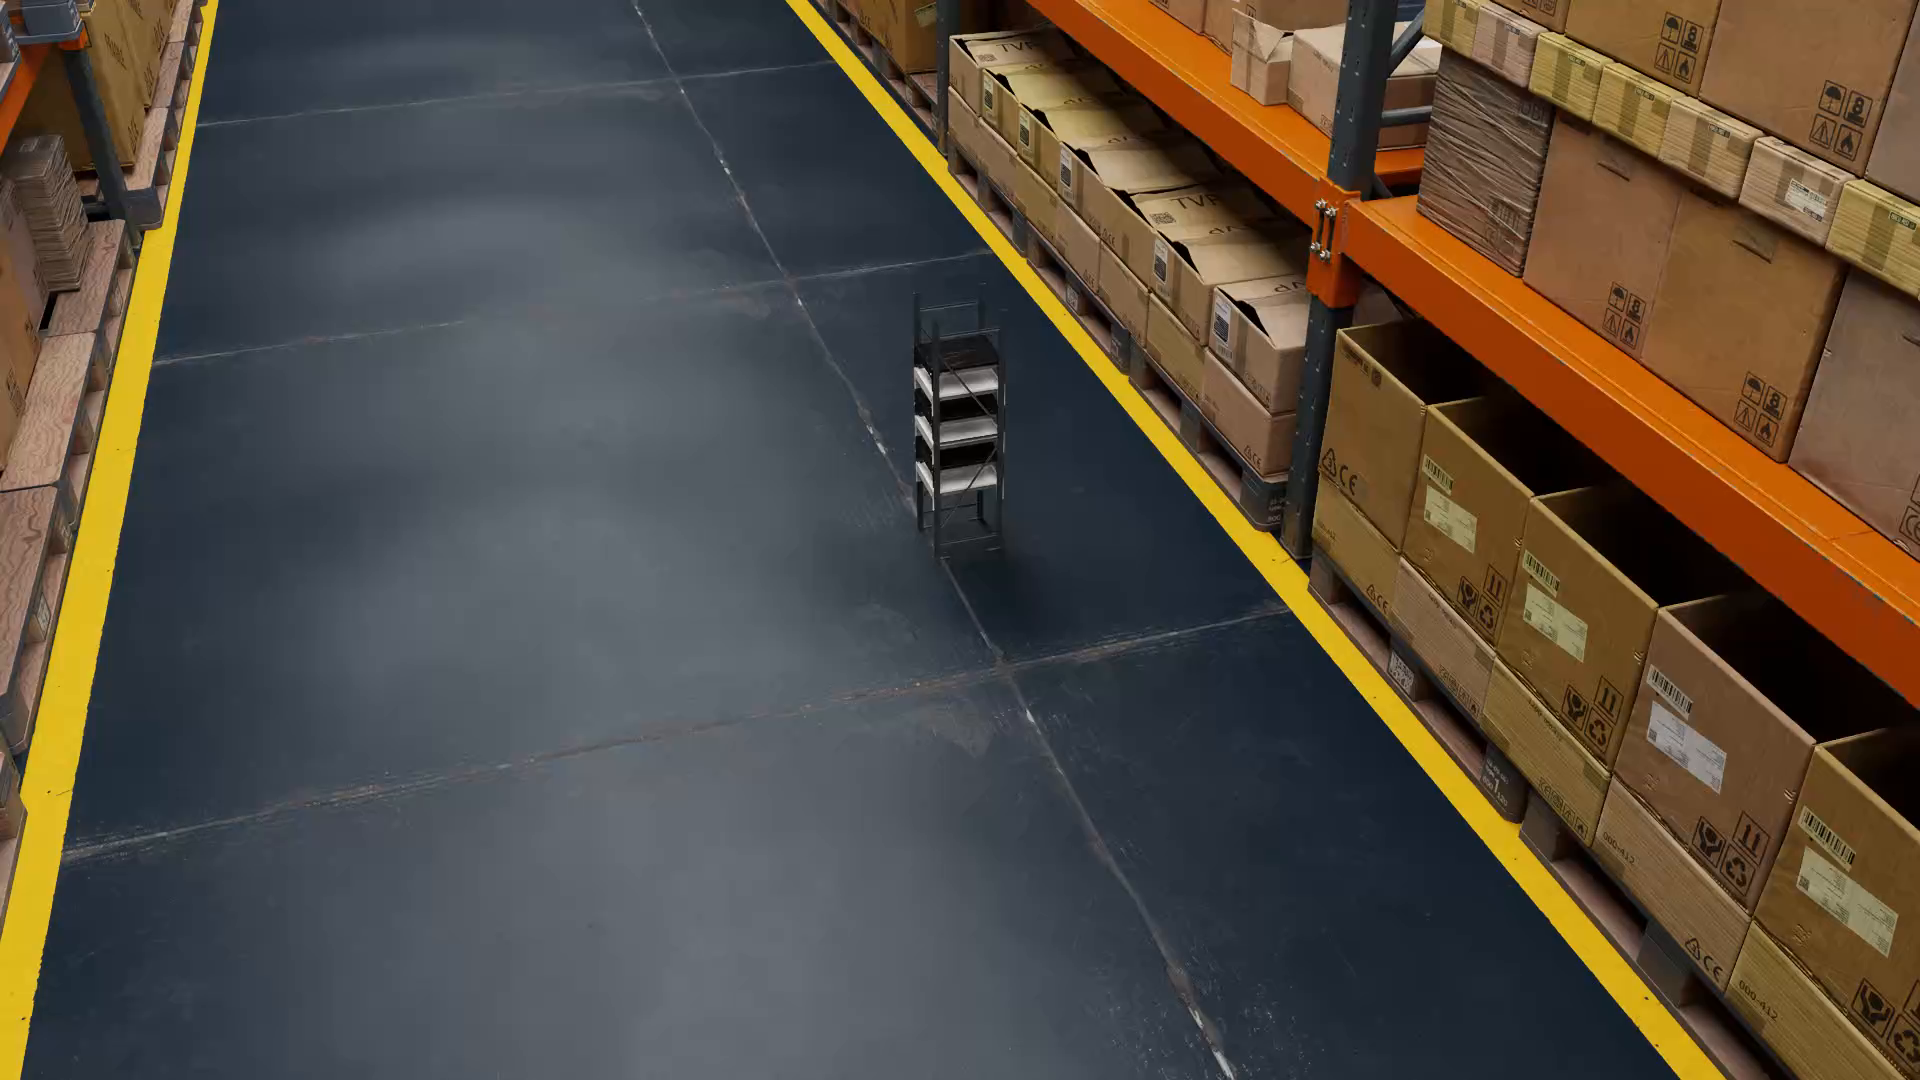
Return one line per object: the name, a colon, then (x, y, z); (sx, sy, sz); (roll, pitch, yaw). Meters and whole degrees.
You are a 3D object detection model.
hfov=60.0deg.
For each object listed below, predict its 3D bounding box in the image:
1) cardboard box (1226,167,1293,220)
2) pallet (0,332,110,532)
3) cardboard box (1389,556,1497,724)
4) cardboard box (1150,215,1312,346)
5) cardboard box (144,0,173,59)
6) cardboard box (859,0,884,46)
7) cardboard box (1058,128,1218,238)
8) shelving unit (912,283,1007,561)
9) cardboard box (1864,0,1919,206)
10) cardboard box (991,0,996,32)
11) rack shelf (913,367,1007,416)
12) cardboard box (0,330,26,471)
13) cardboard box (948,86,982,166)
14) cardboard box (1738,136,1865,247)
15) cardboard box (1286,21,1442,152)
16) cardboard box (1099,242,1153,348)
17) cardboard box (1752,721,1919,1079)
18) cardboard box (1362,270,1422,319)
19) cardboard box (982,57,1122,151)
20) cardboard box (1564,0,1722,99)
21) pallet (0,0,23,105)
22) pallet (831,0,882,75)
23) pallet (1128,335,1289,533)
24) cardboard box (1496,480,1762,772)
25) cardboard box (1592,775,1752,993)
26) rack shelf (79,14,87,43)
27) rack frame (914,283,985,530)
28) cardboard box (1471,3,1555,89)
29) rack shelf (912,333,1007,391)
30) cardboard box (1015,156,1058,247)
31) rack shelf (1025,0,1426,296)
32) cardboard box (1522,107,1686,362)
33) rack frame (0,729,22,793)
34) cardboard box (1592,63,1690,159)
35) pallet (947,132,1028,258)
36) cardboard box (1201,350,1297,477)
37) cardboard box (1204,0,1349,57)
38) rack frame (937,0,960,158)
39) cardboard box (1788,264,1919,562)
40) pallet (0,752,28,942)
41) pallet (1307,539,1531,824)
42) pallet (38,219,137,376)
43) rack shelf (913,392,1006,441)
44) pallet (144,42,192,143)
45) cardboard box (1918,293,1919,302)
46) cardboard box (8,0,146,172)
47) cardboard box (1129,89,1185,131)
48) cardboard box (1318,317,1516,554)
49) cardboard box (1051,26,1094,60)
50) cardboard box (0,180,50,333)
cardboard box: (1.399, -1.347, 6.673); (0.500, 0.311, 0.500); (-11, 35, -16)
pallet: (-3.737, -0.343, 6.078); (1.003, 0.211, 1.213); (-10, 35, -15)
cardboard box: (1.595, 0.239, 4.781); (0.500, 0.250, 0.500); (-10, 35, -15)
cardboard box: (1.033, -0.990, 6.132); (0.500, 0.311, 0.500); (-9, 35, -13)
cardboard box: (-4.966, -3.149, 9.364); (0.750, 0.750, 0.750); (-9, 35, -13)
cardboard box: (-0.292, -3.255, 9.824); (0.500, 0.500, 0.500); (-11, 35, -16)
cardboard box: (0.733, -1.517, 6.929); (0.500, 0.311, 0.500); (-10, 35, -15)
shelving unit: (-0.002, -0.380, 5.508); (0.258, 0.900, 0.210); (-10, 35, -15)
cardboard box: (2.195, -0.852, 3.051); (0.700, 0.500, 0.500); (-10, 35, -15)
cardboard box: (0.343, -3.093, 9.578); (0.500, 0.500, 0.500); (-11, 35, -16)
rack shelf: (-0.002, -0.502, 5.428); (0.258, 0.077, 0.200); (-10, 35, -15)
cardboard box: (-3.685, -0.518, 5.682); (0.700, 0.500, 0.500); (-10, 35, -14)
cardboard box: (0.254, -2.095, 8.313); (0.500, 0.250, 0.500); (-10, 35, -15)
cardboard box: (1.889, -0.754, 3.491); (0.380, 0.149, 0.250); (-11, 35, -16)
cardboard box: (1.403, -1.480, 5.405); (0.500, 0.250, 0.500); (-8, 34, -12)
cardboard box: (0.883, -1.023, 6.690); (0.500, 0.250, 0.500); (-9, 35, -14)
cardboard box: (2.049, 0.714, 3.382); (0.500, 0.500, 0.500); (-10, 35, -15)
cardboard box: (1.706, -0.812, 5.863); (0.500, 0.311, 0.500); (-10, 35, -15)
cardboard box: (0.423, -2.055, 7.743); (0.500, 0.311, 0.500); (-11, 35, -16)
cardboard box: (1.891, -1.377, 3.846); (0.700, 0.500, 0.500); (-10, 35, -15)
pallet: (-3.699, -1.444, 5.388); (1.003, 0.211, 1.213); (-10, 35, -15)
pallet: (-0.186, -3.266, 10.501); (1.003, 0.211, 1.213); (-10, 35, -15)
pallet: (1.333, -0.508, 6.327); (1.003, 0.211, 1.213); (-10, 35, -15)
cardboard box: (1.743, 0.189, 4.176); (0.500, 0.500, 0.500); (-10, 35, -15)
cardboard box: (1.901, 0.763, 3.987); (0.500, 0.250, 0.500); (-10, 35, -15)
rack shelf: (-4.952, -3.306, 8.685); (1.077, 0.370, 4.000); (-10, 35, -15)
rack frame: (-0.033, -0.433, 5.589); (0.240, 0.900, 0.006); (-10, 35, -15)
cardboard box: (1.569, -1.298, 4.315); (0.380, 0.149, 0.250); (-10, 35, -14)
rack shelf: (-0.002, -0.577, 5.378); (0.258, 0.077, 0.200); (-10, 35, -15)
cardboard box: (0.573, -1.559, 7.502); (0.500, 0.250, 0.500); (-11, 35, -16)
rack shelf: (0.984, -2.041, 6.771); (1.077, 0.370, 4.000); (-10, 35, -15)
cardboard box: (1.903, -0.825, 4.187); (0.700, 0.500, 0.500); (-10, 35, -15)
rack frame: (-3.122, -0.456, 3.720); (1.000, 3.000, 0.127); (-10, 35, -15)
cardboard box: (1.730, -1.026, 3.902); (0.380, 0.149, 0.250); (-10, 35, -15)
pallet: (0.588, -1.789, 8.266); (1.003, 0.211, 1.213); (-10, 35, -15)
cardboard box: (1.192, -0.488, 5.881); (0.500, 0.250, 0.500); (-10, 35, -15)
cardboard box: (1.215, -2.016, 5.989); (0.500, 0.500, 0.500); (-8, 34, -11)
rack frame: (0.374, -3.391, 8.161); (1.000, 3.000, 0.127); (-10, 35, -15)
cardboard box: (2.209, -0.292, 3.381); (0.700, 0.500, 0.500); (-9, 35, -13)
pallet: (-2.884, 1.054, 3.964); (1.003, 0.211, 1.213); (-10, 35, -15)
pallet: (1.797, 0.297, 5.109); (1.003, 0.211, 1.213); (-10, 35, -15)
pallet: (-4.105, -0.982, 7.045); (1.003, 0.211, 1.213); (-10, 35, -15)
rack shelf: (-0.002, -0.427, 5.477); (0.258, 0.077, 0.200); (-10, 35, -15)
pallet: (-4.879, -2.459, 9.280); (1.003, 0.211, 1.213); (-10, 35, -15)
cardboard box: (2.041, -0.486, 3.086); (0.380, 0.149, 0.250); (-10, 35, -15)
cardboard box: (-4.442, -2.243, 7.992); (0.750, 0.750, 0.750); (-10, 35, -15)
cardboard box: (1.085, -1.883, 7.483); (0.500, 0.311, 0.500); (-10, 35, -15)
cardboard box: (1.438, -0.336, 4.971); (0.500, 0.500, 0.500); (-10, 35, -15)
cardboard box: (0.769, -2.420, 8.296); (0.500, 0.311, 0.500); (-9, 35, -13)
cardboard box: (-4.027, -1.038, 6.468); (0.700, 0.500, 0.500); (-10, 35, -15)
